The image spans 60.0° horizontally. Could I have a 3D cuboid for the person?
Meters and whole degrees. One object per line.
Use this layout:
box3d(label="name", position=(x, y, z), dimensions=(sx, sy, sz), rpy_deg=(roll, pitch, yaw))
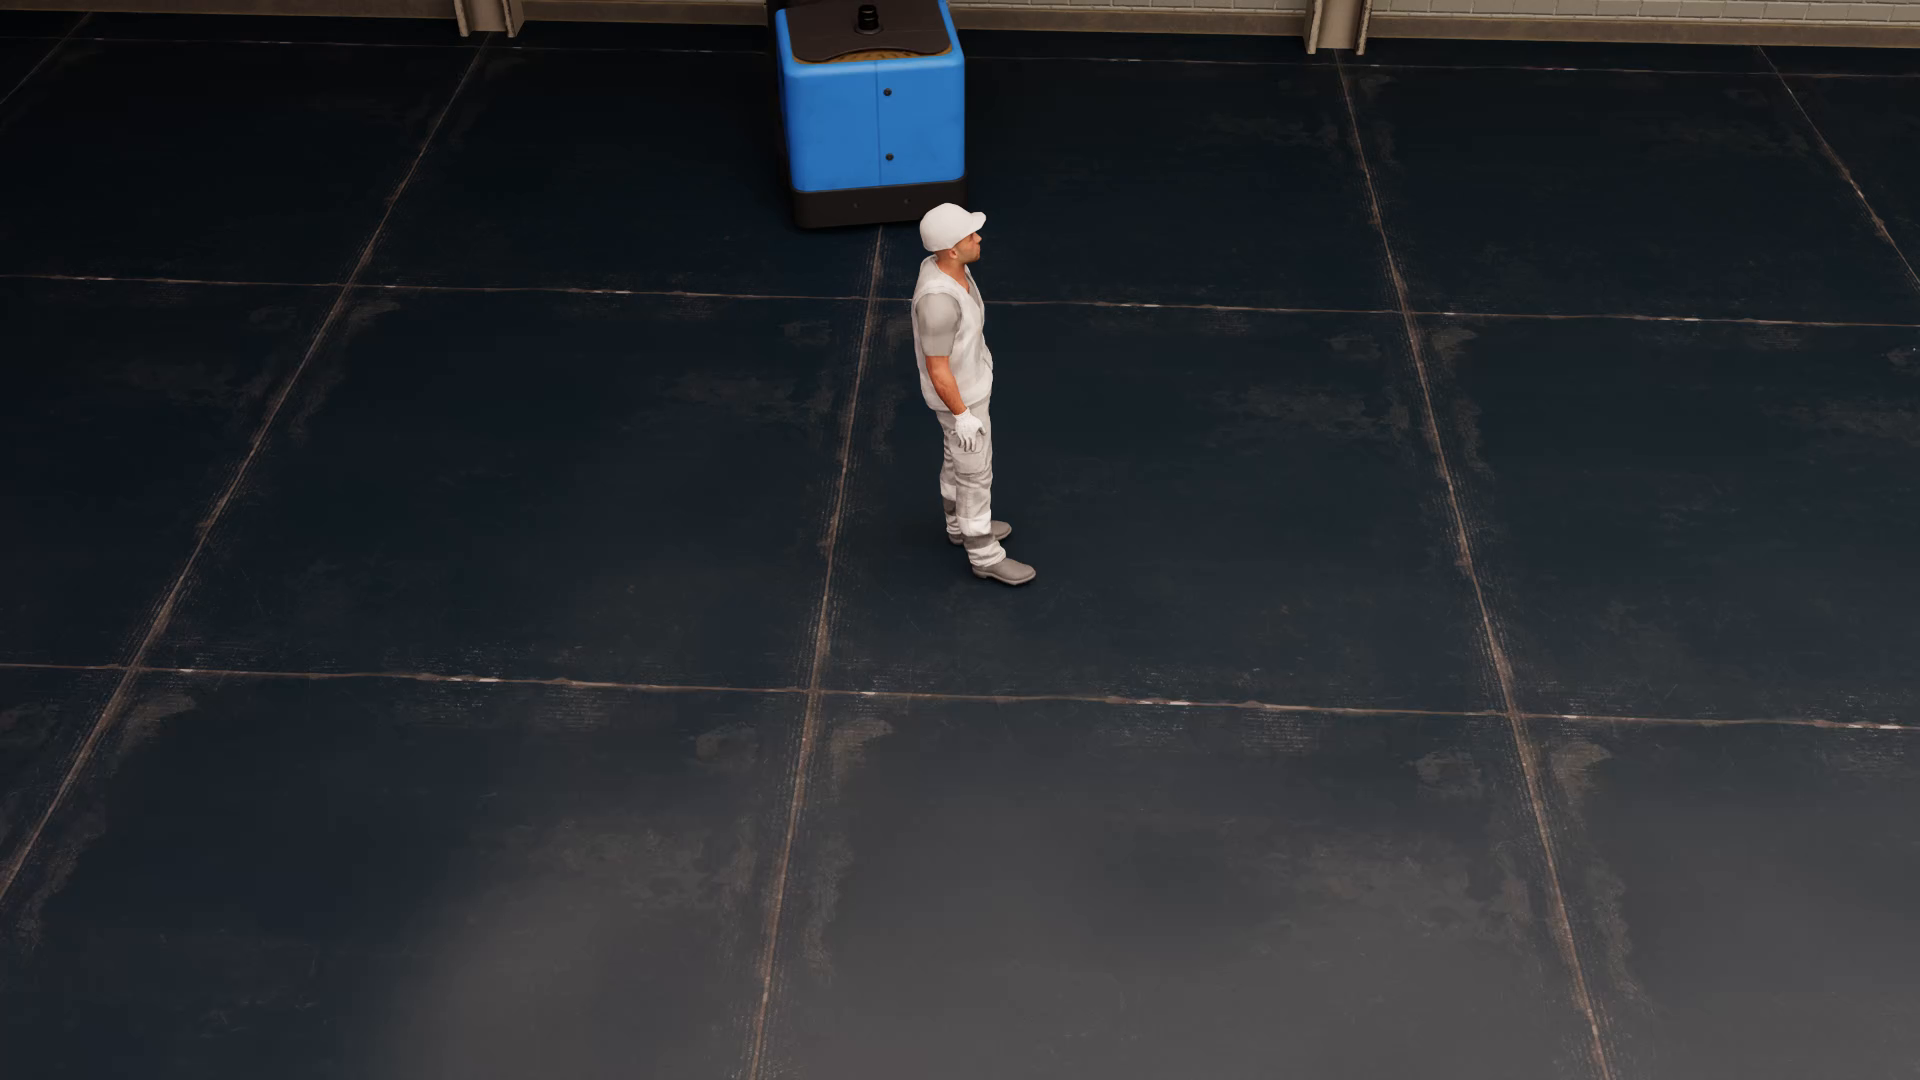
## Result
box3d(label="person", position=(0.080, -0.656, 7.296), dimensions=(0.562, 1.790, 0.637), rpy_deg=(2, 42, 2))

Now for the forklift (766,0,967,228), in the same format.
box3d(label="forklift", position=(-0.688, -3.922, 10.038), dimensions=(1.130, 2.935, 3.031), rpy_deg=(-6, 43, -6))
